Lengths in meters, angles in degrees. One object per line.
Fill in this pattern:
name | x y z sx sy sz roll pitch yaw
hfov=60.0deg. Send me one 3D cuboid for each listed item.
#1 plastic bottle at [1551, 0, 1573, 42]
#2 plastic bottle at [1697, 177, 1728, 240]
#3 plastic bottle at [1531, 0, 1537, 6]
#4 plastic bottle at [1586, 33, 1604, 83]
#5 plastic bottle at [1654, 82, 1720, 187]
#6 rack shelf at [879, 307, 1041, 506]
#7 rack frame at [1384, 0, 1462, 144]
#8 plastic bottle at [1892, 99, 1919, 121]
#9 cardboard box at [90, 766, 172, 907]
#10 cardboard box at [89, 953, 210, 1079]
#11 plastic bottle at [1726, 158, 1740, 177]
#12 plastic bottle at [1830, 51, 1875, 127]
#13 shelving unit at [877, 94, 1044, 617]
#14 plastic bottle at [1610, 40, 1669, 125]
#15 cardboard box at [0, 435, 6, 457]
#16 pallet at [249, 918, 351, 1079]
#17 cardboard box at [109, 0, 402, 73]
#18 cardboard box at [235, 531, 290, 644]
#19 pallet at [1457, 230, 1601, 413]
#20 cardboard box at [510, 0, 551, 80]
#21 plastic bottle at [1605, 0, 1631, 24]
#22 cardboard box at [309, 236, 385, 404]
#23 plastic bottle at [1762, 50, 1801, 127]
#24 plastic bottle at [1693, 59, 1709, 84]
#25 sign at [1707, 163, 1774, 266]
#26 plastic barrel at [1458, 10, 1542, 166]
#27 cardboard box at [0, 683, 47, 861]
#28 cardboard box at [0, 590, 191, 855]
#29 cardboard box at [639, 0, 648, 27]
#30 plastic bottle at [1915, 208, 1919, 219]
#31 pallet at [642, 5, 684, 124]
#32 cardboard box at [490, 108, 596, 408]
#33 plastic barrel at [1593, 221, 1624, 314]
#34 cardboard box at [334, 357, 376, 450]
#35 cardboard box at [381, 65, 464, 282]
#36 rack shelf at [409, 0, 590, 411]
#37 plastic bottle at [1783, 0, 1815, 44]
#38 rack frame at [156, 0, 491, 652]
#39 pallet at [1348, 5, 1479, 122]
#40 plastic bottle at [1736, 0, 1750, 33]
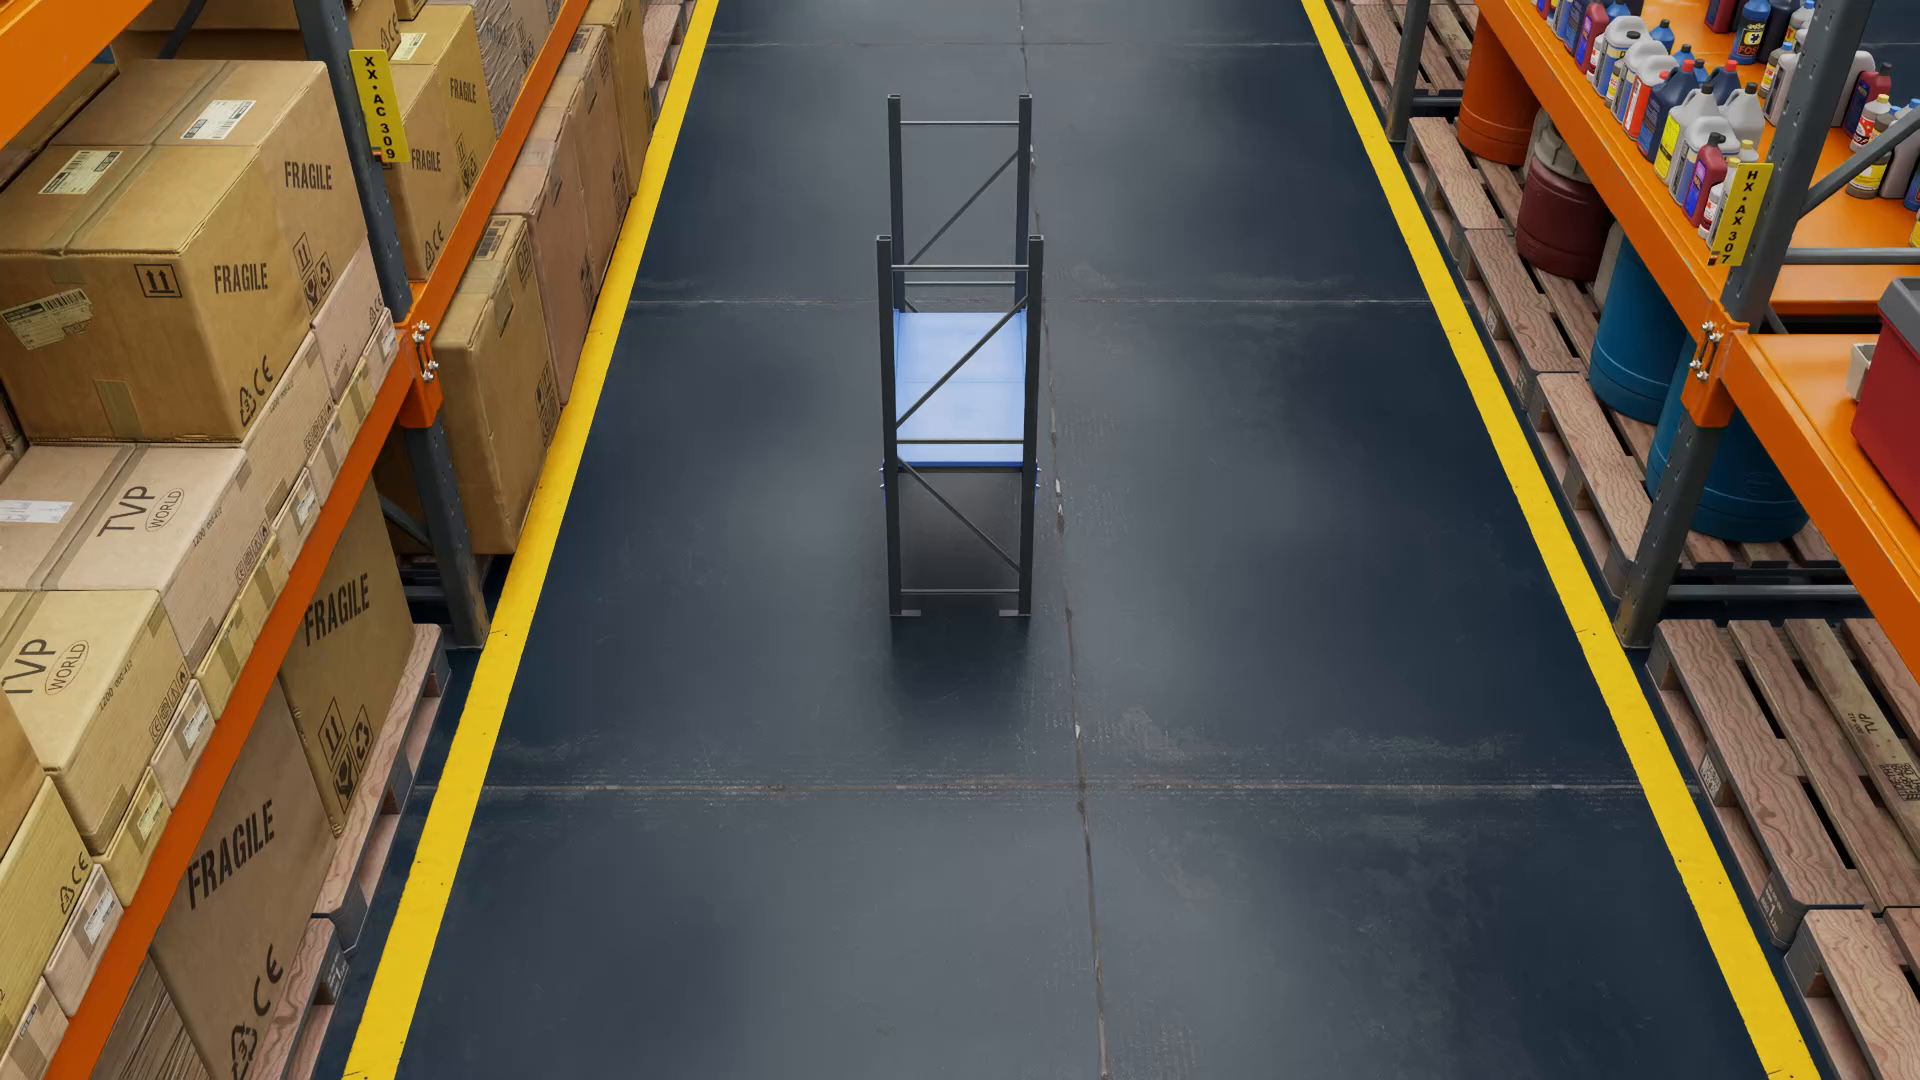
plastic bottle | 2.474 -2.142 6.623 0.152 0.276 0.135 0 39 0
plastic bottle | 2.448 -1.068 5.343 0.097 0.201 0.097 0 39 0
plastic bottle | 2.446 -2.356 6.895 0.097 0.271 0.097 0 39 0
plastic bottle | 2.447 -1.841 6.307 0.097 0.201 0.097 0 39 0
plastic bottle | 2.471 -1.382 5.615 0.144 0.351 0.185 0 39 0
rack shelf | 0.000 -0.498 5.960 0.538 0.185 1.000 0 39 0
rack frame | 2.795 -3.328 8.004 1.000 3.000 0.127 0 39 0
plastic bottle | 3.207 -1.367 5.661 0.097 0.271 0.097 0 39 0
cardboard box | -1.822 0.592 3.313 0.380 0.149 0.250 -1 39 -1
cardboard box | -2.231 1.374 3.500 0.875 0.875 0.875 0 39 0
plastic bottle | 2.509 -1.151 5.447 0.097 0.201 0.097 0 39 0
plastic bottle | 3.179 -1.647 6.006 0.152 0.276 0.135 0 39 0
shelving unit | 0.000 -0.639 5.848 0.538 1.500 1.048 0 39 0
plastic bottle | 2.475 -1.652 6.013 0.152 0.276 0.135 0 39 0
cardboard box | -2.410 -0.240 3.433 0.500 0.500 0.500 -1 39 -1
pallet | -2.227 1.506 4.203 1.003 0.211 1.213 0 39 0
cardboard box | -2.162 -1.653 5.032 0.797 0.503 0.637 -1 39 -1
cardboard box | -1.824 0.109 3.916 0.380 0.149 0.250 1 39 1
pallet | 2.836 -0.986 7.311 1.003 0.211 1.213 0 39 0
cardboard box | -1.911 -2.100 6.392 0.500 0.500 0.500 1 39 1
plastic bottle | 2.508 -1.952 6.390 0.097 0.271 0.097 0 39 0
cardboard box | -1.891 -0.605 4.488 0.500 0.250 0.500 -1 39 -1
plastic bottle | 3.027 -1.647 6.006 0.152 0.276 0.135 0 39 0
plastic bottle | 2.599 -1.578 5.924 0.097 0.271 0.097 0 39 0
sign | 2.249 -0.935 4.797 0.100 0.325 0.005 0 39 0
plastic barrel | 2.812 -2.339 8.170 0.600 0.830 0.708 0 39 0
cardboard box | -1.887 0.391 2.646 0.500 0.500 0.500 -1 39 -1
cardboard box | -1.889 0.355 3.291 0.500 0.250 0.500 -1 39 -1
cardboard box | -2.192 -3.287 9.600 0.700 0.500 0.500 -3 39 -4
plastic bottle | 3.207 -1.134 5.426 0.097 0.201 0.097 0 39 0
pallet | -2.158 -2.725 9.482 1.003 0.211 1.213 0 39 0
cardboard box | -2.176 -1.117 6.608 1.225 0.875 0.875 -1 39 -2
plastic barrel | 2.904 -1.156 6.947 0.421 0.512 0.421 0 39 0
cardboard box | -1.825 -0.373 4.518 0.380 0.149 0.250 1 39 1
cardboard box | -1.904 -1.150 5.206 0.500 0.500 0.500 0 39 0
rack shelf | -2.156 -1.793 6.664 1.077 0.370 4.000 0 39 0
plastic bottle | 3.206 -1.924 6.355 0.097 0.271 0.097 0 39 0
rack frame | -2.153 -0.823 4.878 1.000 3.000 0.127 0 39 0
pallet | 2.833 -2.724 9.481 1.003 0.211 1.213 0 39 0
plastic bottle | 3.163 -2.116 6.585 0.061 0.283 0.133 0 39 0
